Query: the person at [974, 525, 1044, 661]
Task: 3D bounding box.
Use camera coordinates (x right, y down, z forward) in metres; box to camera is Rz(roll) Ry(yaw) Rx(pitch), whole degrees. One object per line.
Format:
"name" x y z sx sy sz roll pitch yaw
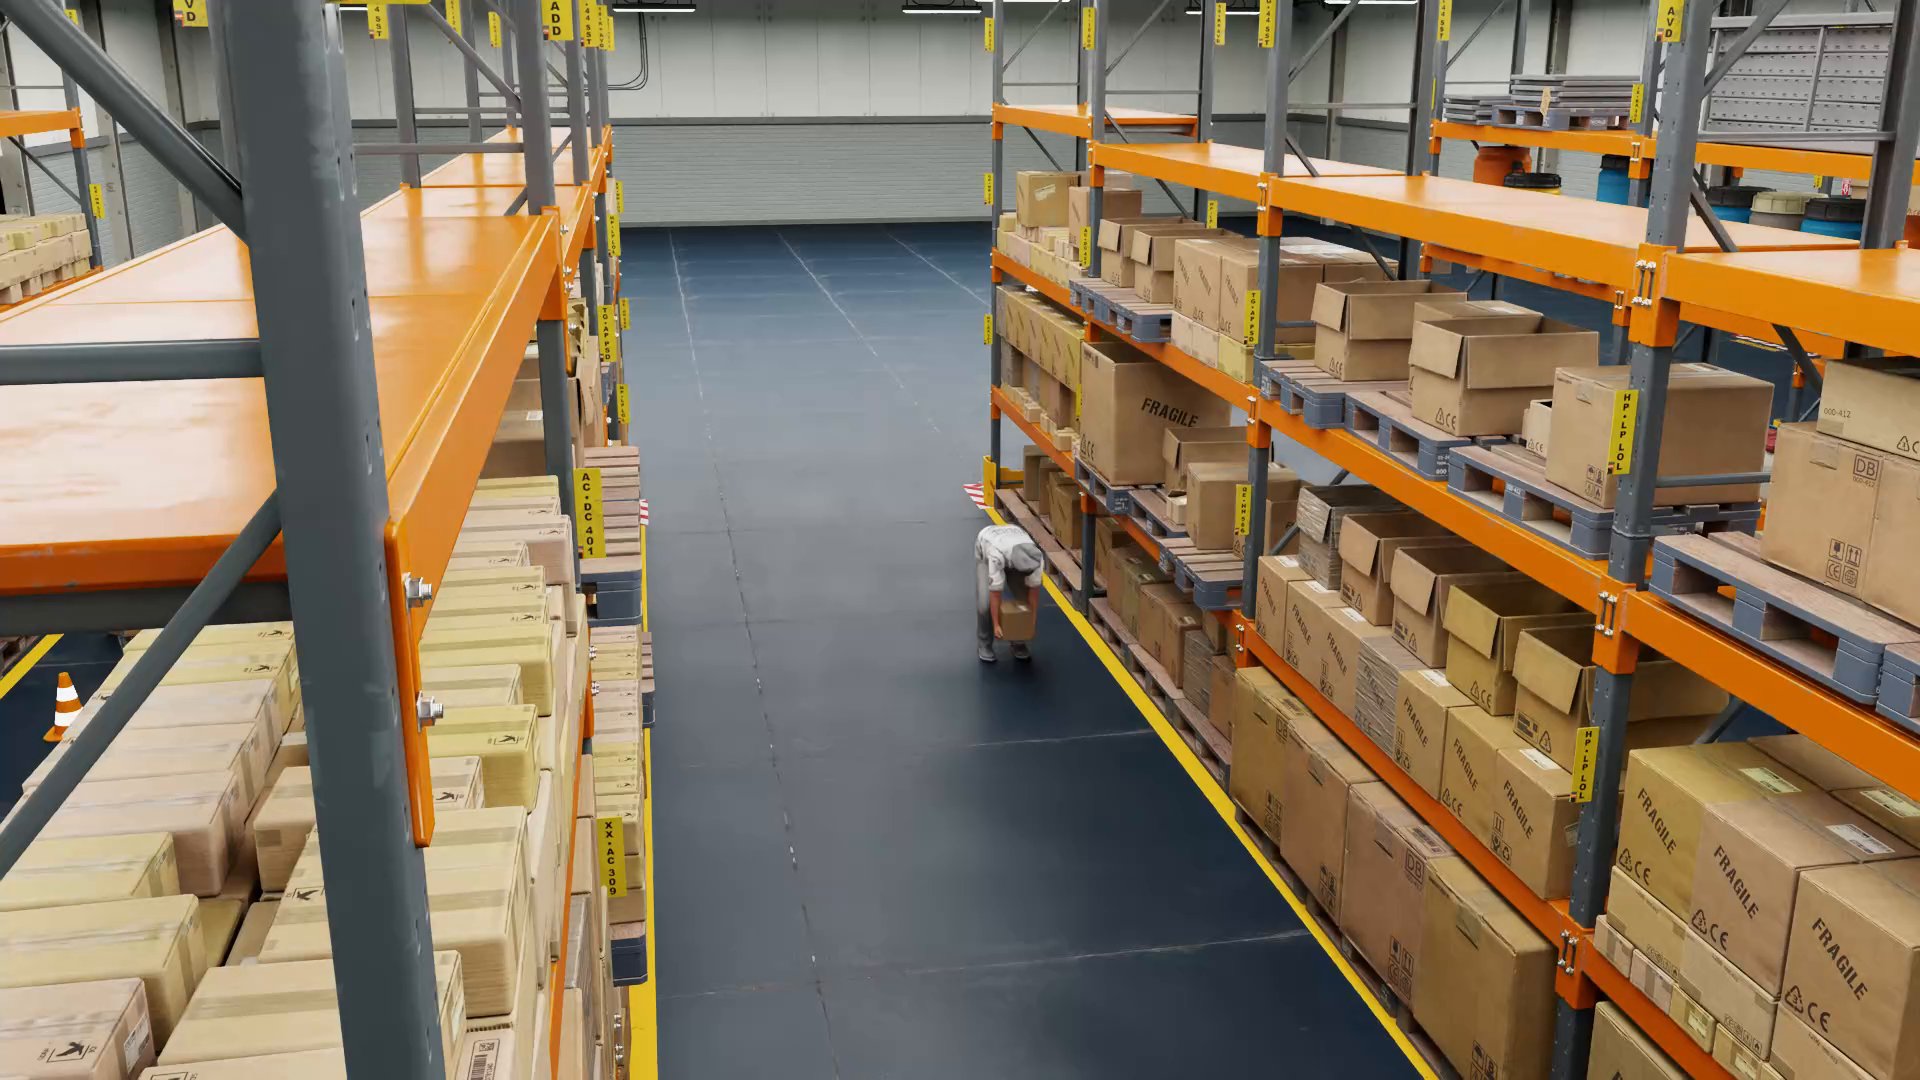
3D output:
"person" 0.411 0.472 13.484 0.493 1.152 1.043 -4 17 -12
